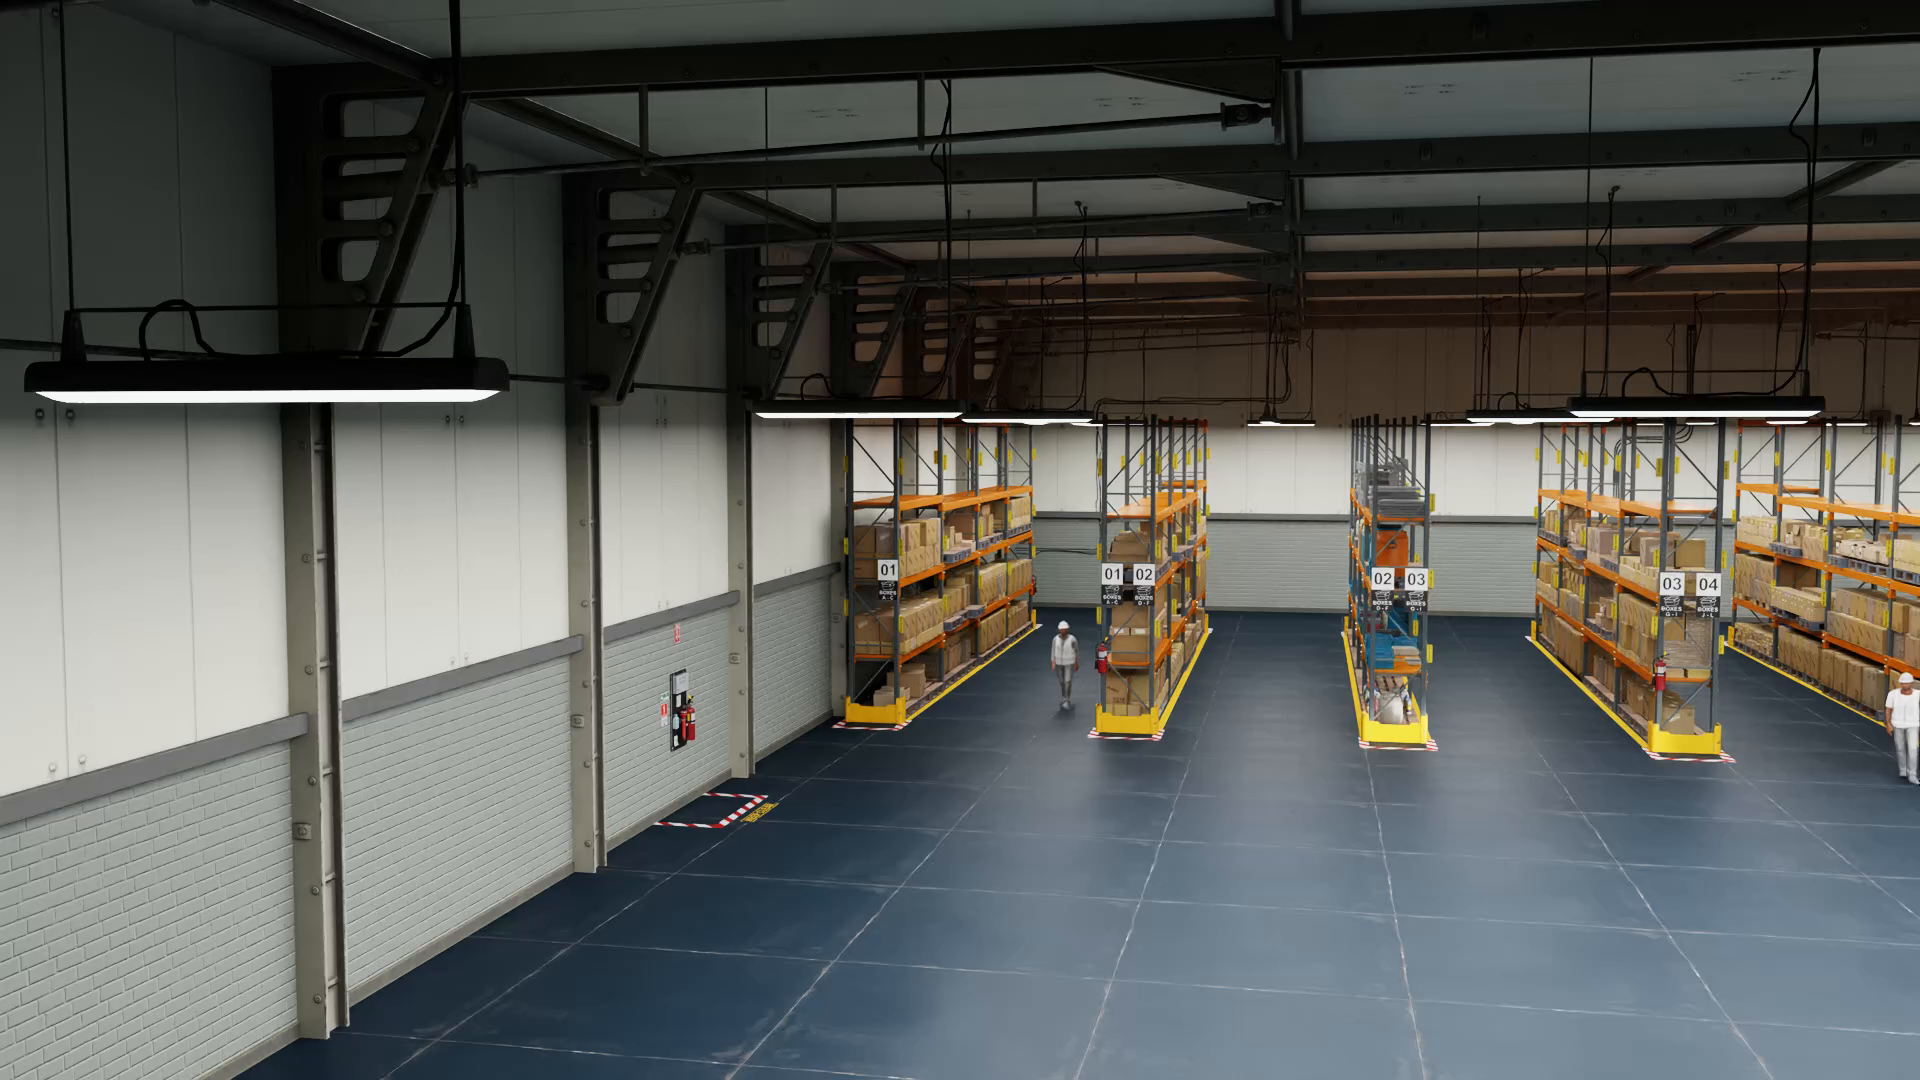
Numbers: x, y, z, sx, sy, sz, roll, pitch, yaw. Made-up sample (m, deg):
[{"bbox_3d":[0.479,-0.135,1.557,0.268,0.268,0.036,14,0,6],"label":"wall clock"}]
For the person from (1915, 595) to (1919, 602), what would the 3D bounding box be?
[{"bbox_3d":[24.124,2.237,41.829,0.488,1.444,0.396,-1,4,-17],"label":"person"}]

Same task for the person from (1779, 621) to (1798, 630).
[{"bbox_3d":[22.135,1.935,44.632,0.487,1.615,0.850,-3,5,-42],"label":"person"}]

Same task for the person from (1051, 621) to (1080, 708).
[{"bbox_3d":[2.137,2.545,34.294,0.554,1.733,0.919,2,4,26],"label":"person"}]

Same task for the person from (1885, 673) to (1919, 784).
[{"bbox_3d":[15.364,3.028,27.032,0.611,1.726,0.874,3,5,39],"label":"person"}]
